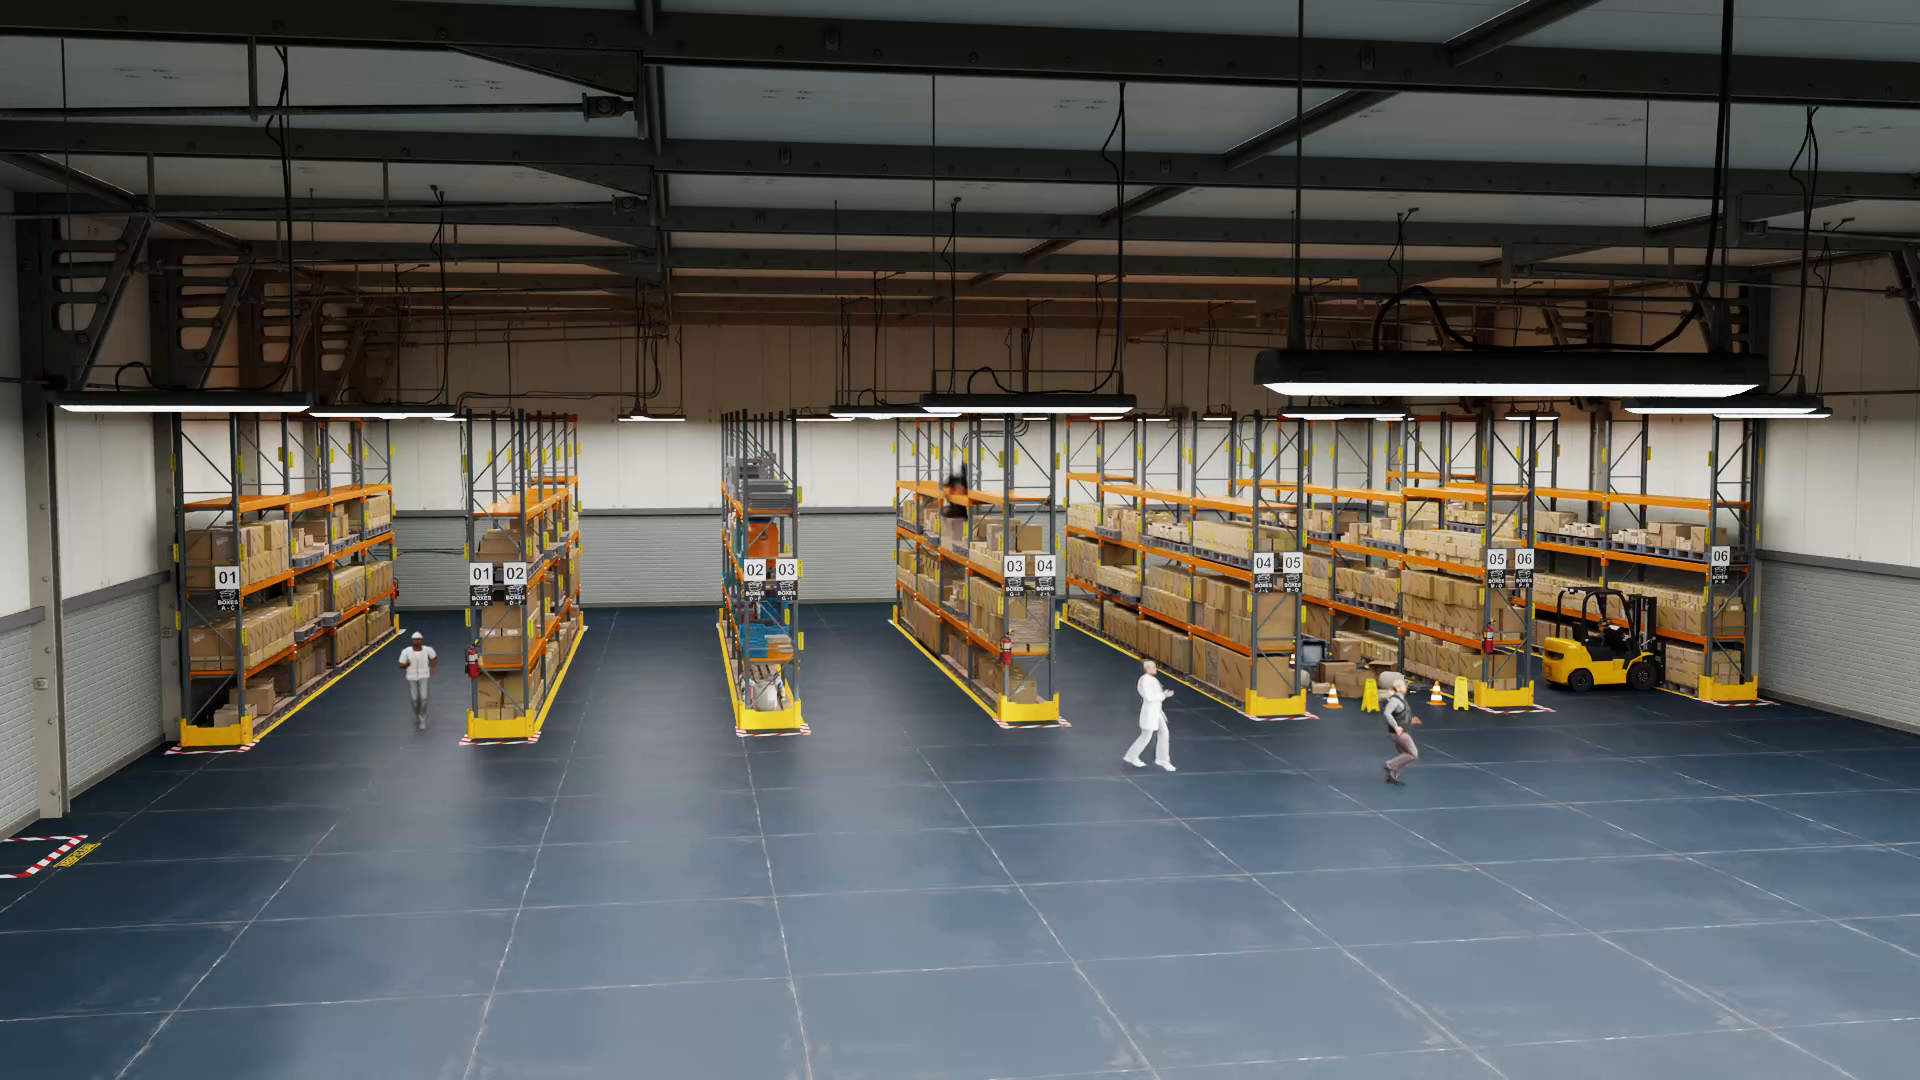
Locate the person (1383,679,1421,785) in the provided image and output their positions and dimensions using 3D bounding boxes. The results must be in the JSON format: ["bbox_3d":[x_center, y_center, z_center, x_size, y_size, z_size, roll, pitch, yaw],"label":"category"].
[{"bbox_3d":[7.010,3.048,26.309,0.557,1.682,0.650,1,4,19],"label":"person"}]

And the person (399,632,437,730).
[{"bbox_3d":[-10.229,2.646,31.373,0.677,1.821,0.737,-1,4,-14],"label":"person"}]

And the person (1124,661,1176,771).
[{"bbox_3d":[3.135,2.907,27.460,0.851,1.833,0.692,1,4,20],"label":"person"}]

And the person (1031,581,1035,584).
[{"bbox_3d":[2.148,1.539,48.942,0.543,1.535,0.517,-4,6,-44],"label":"person"}]
